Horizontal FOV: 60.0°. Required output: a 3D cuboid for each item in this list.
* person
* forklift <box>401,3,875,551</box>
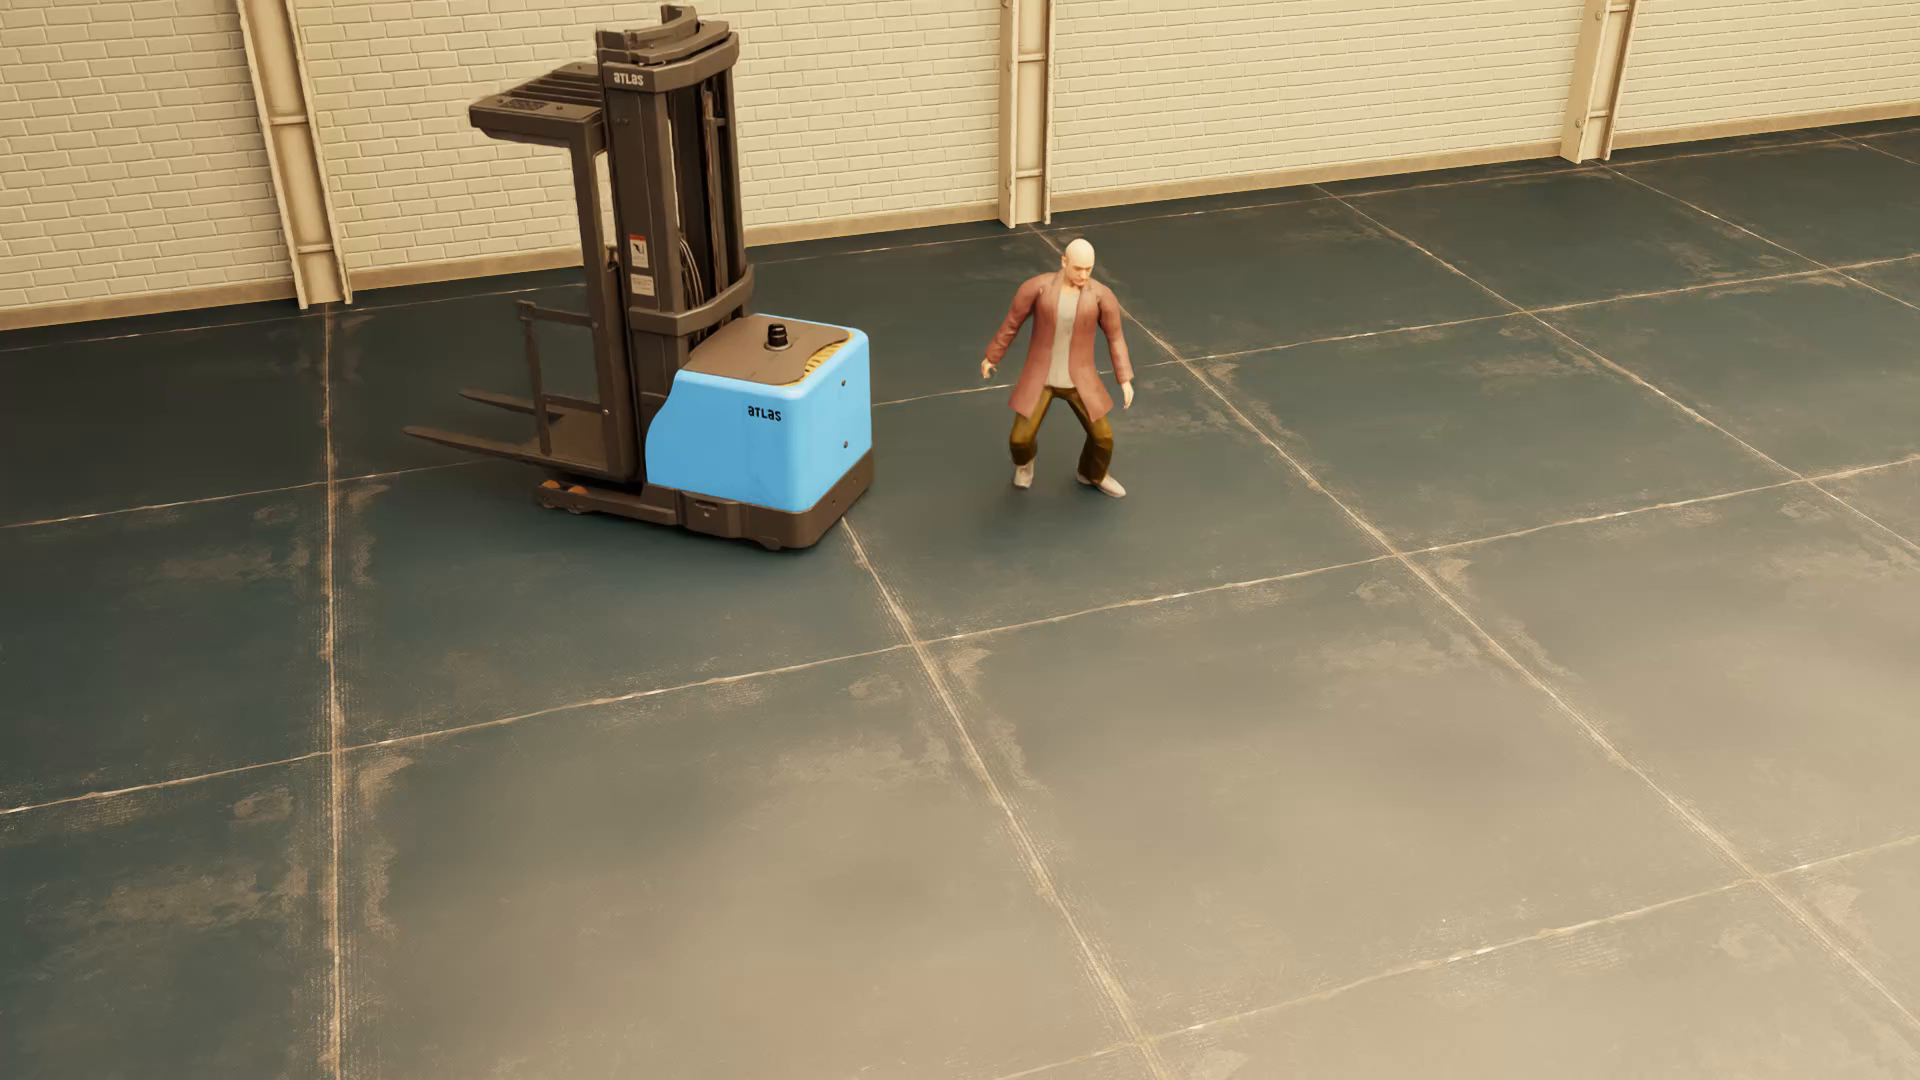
[{"bbox_3d":[0.593,-1.025,10.132,0.939,1.687,0.577,3,30,6],"label":"person"},{"bbox_3d":[-2.110,-1.666,9.983,3.031,2.935,1.130,11,32,19],"label":"forklift"}]
